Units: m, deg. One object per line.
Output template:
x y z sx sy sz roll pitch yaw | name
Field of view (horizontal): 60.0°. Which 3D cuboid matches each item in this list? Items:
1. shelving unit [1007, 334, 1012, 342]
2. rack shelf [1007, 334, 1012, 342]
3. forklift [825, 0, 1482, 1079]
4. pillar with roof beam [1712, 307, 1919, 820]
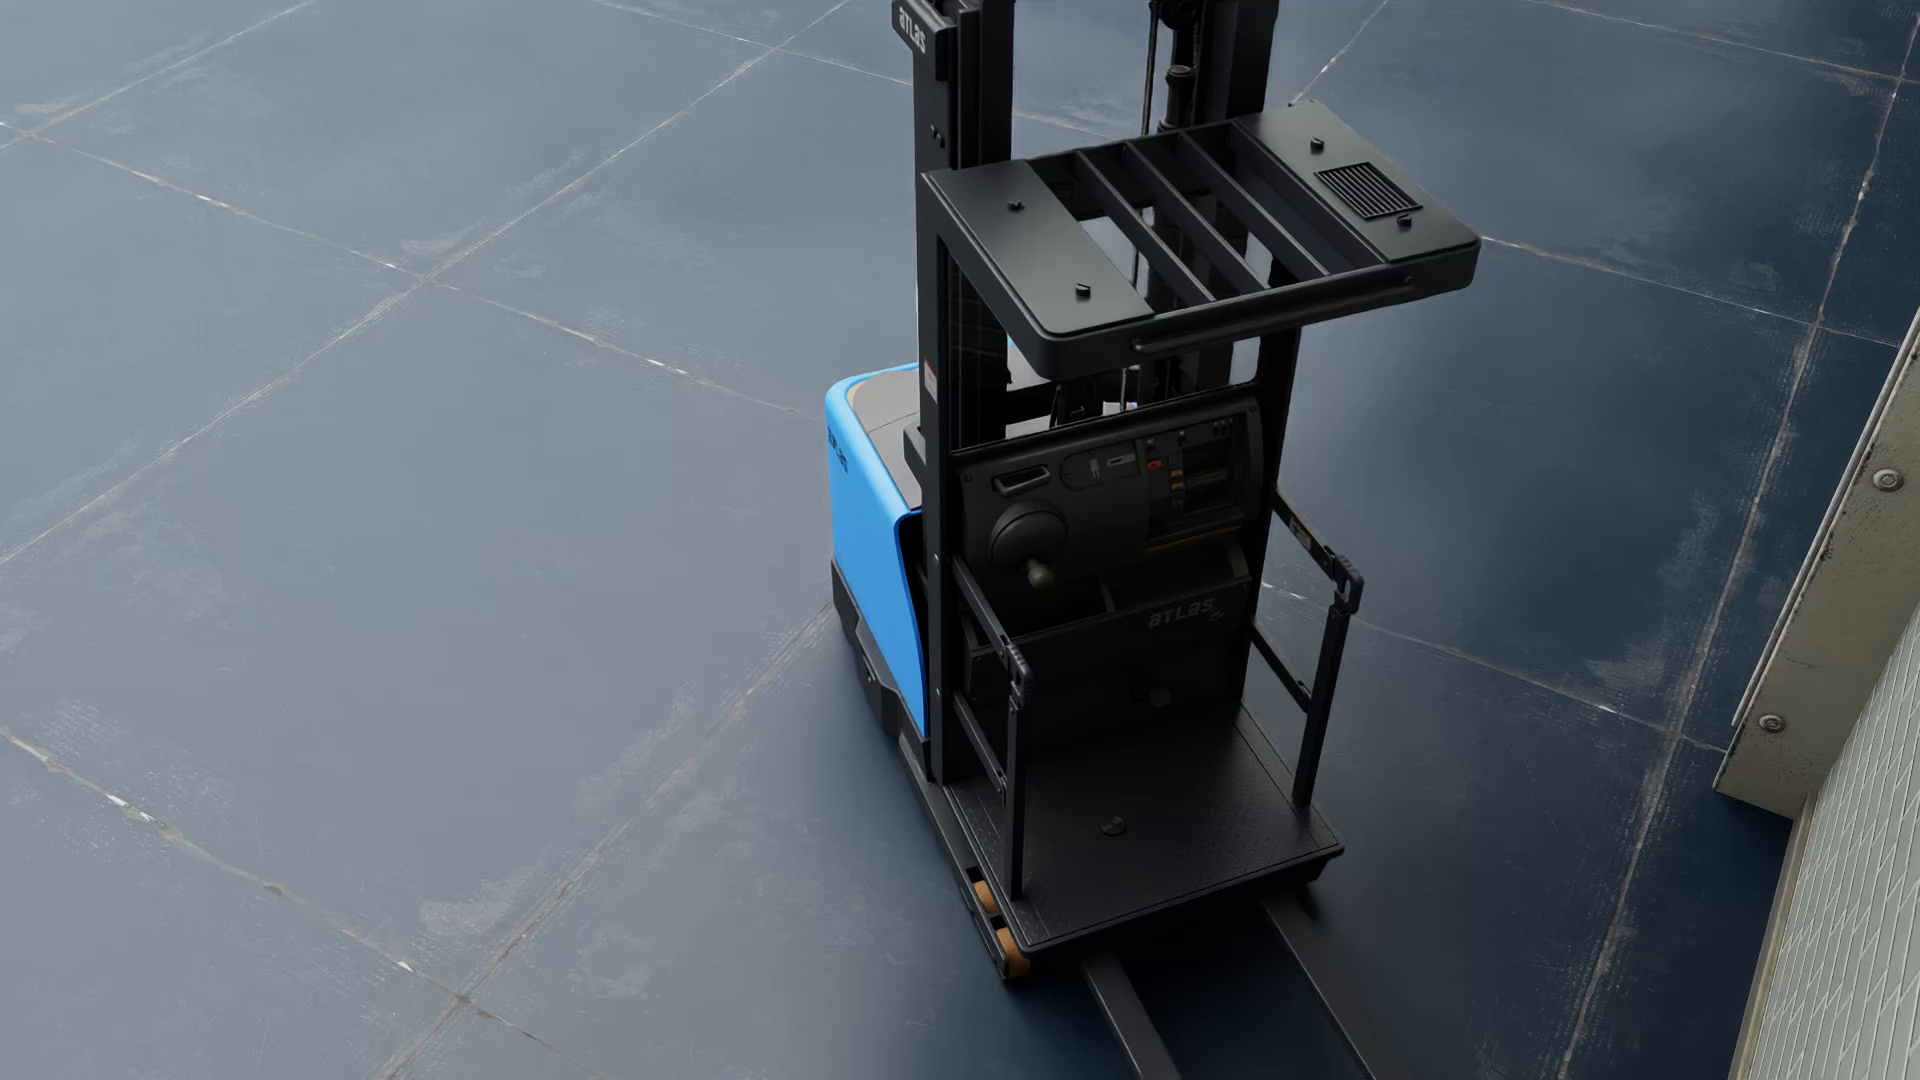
0.081 -0.551 6.467 0.258 1.200 0.503 22 46 23 | shelving unit
0.081 -0.683 6.351 0.258 0.148 0.480 22 46 23 | rack shelf
0.521 -0.049 4.588 1.130 2.935 3.031 -14 43 -16 | forklift
-0.885 -4.000 4.483 9.100 9.000 0.400 21 45 22 | pillar with roof beam
